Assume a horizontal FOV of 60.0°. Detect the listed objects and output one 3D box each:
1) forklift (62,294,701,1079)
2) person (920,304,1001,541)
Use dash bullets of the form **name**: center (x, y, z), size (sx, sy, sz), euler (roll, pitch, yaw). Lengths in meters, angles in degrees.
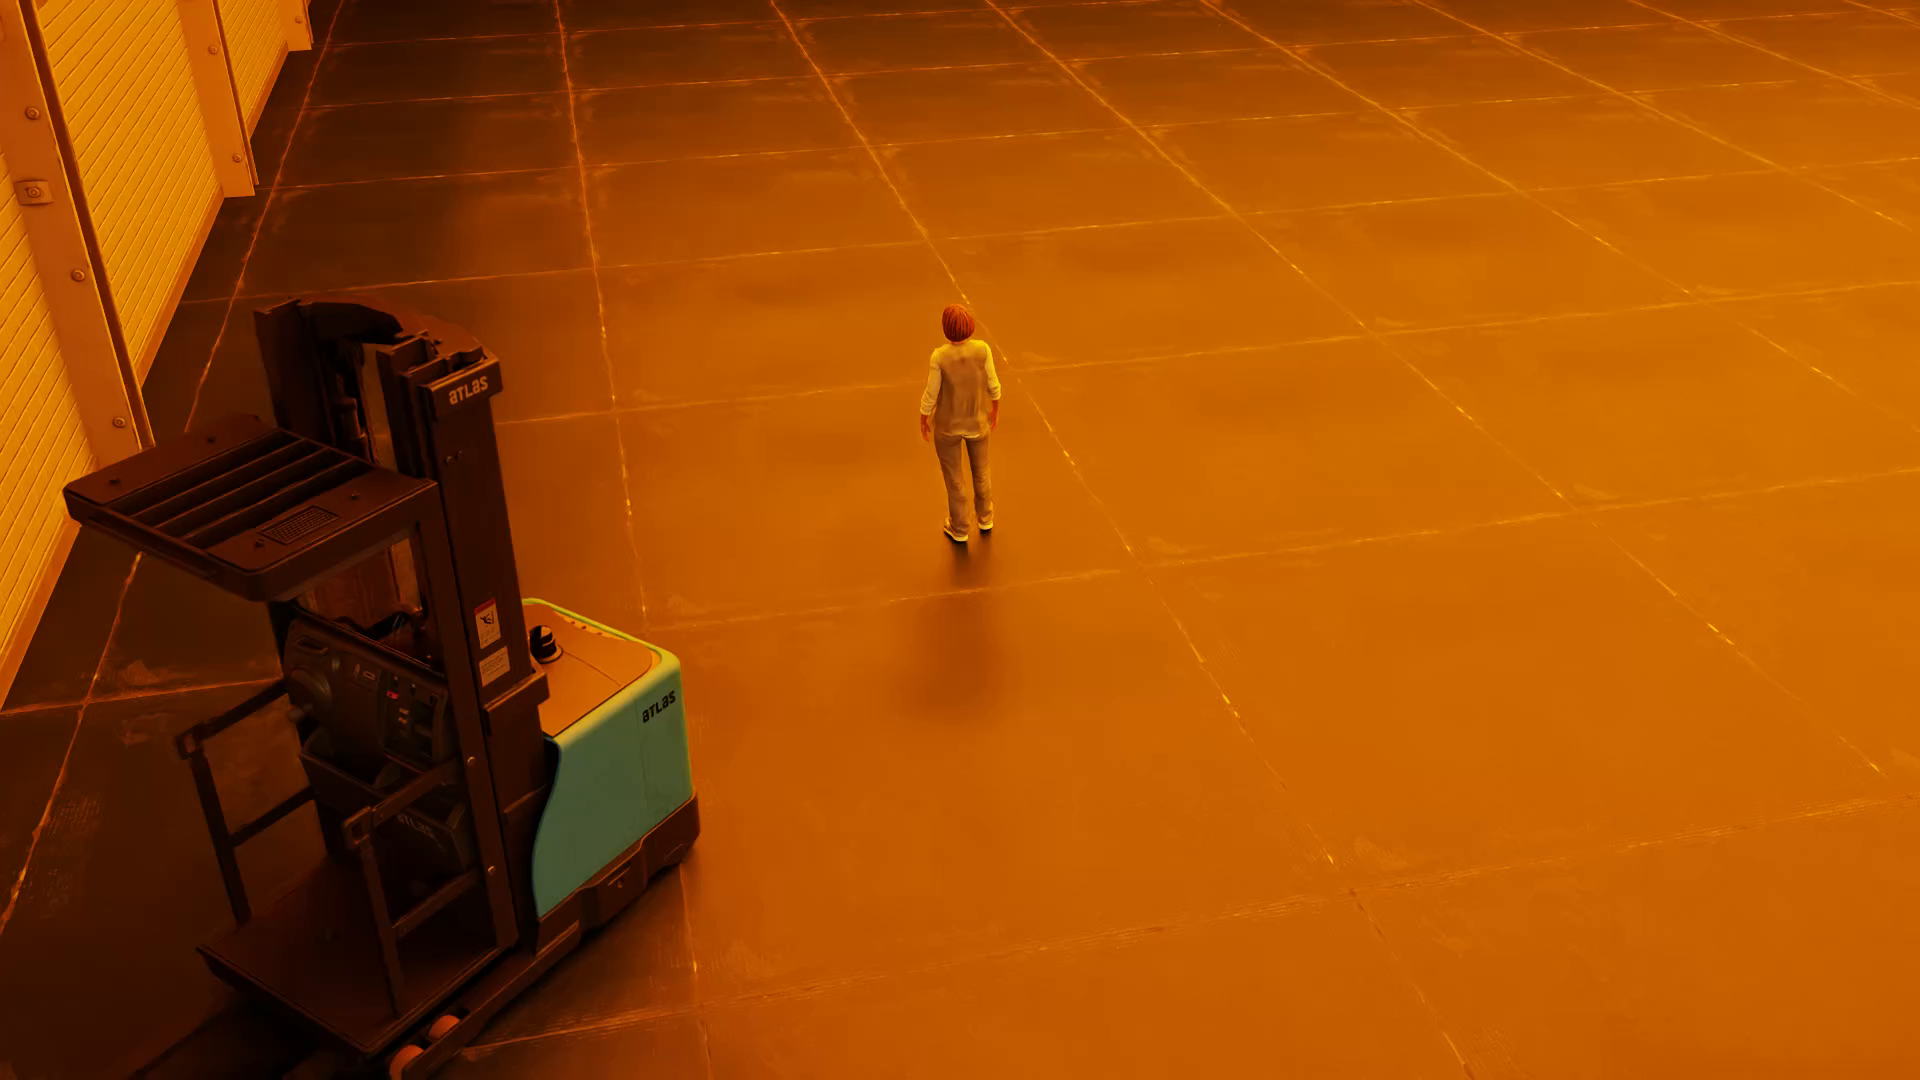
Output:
- **forklift**: center (-2.469, 0.664, 6.428), size (1.130, 2.935, 3.031), euler (18, 35, 28)
- **person**: center (-0.004, -0.736, 10.162), size (0.520, 1.599, 0.473), euler (-7, 31, -12)
